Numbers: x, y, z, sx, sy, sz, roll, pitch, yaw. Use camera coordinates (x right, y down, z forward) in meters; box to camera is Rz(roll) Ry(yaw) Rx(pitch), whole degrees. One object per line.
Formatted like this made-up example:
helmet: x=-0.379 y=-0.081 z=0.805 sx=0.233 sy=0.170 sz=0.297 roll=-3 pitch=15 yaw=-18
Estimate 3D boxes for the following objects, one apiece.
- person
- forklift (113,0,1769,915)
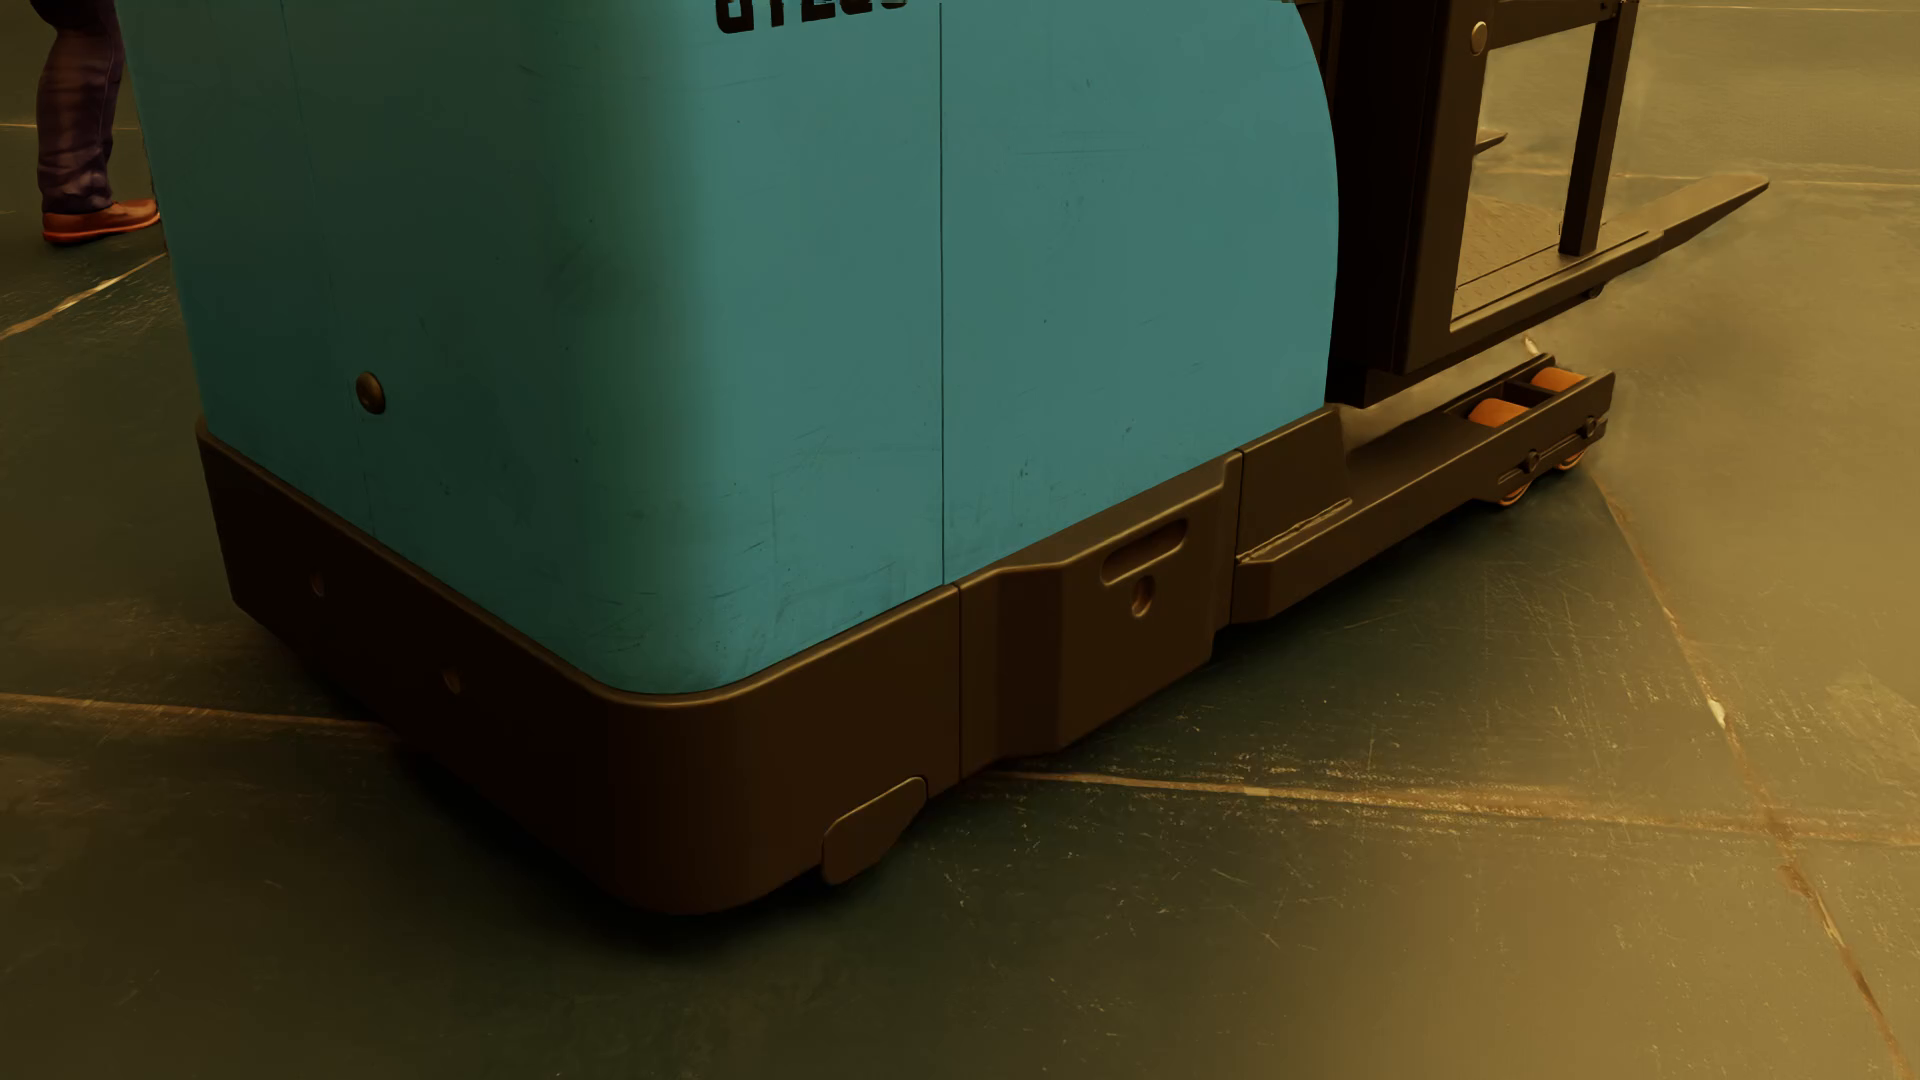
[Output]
person: x=-1.954 y=-1.469 z=3.640 sx=0.674 sy=1.625 sz=0.478 roll=18 pitch=32 yaw=31
forklift: x=0.425 y=-1.509 z=2.241 sx=1.130 sy=2.935 sz=3.031 roll=24 pitch=35 yaw=39
